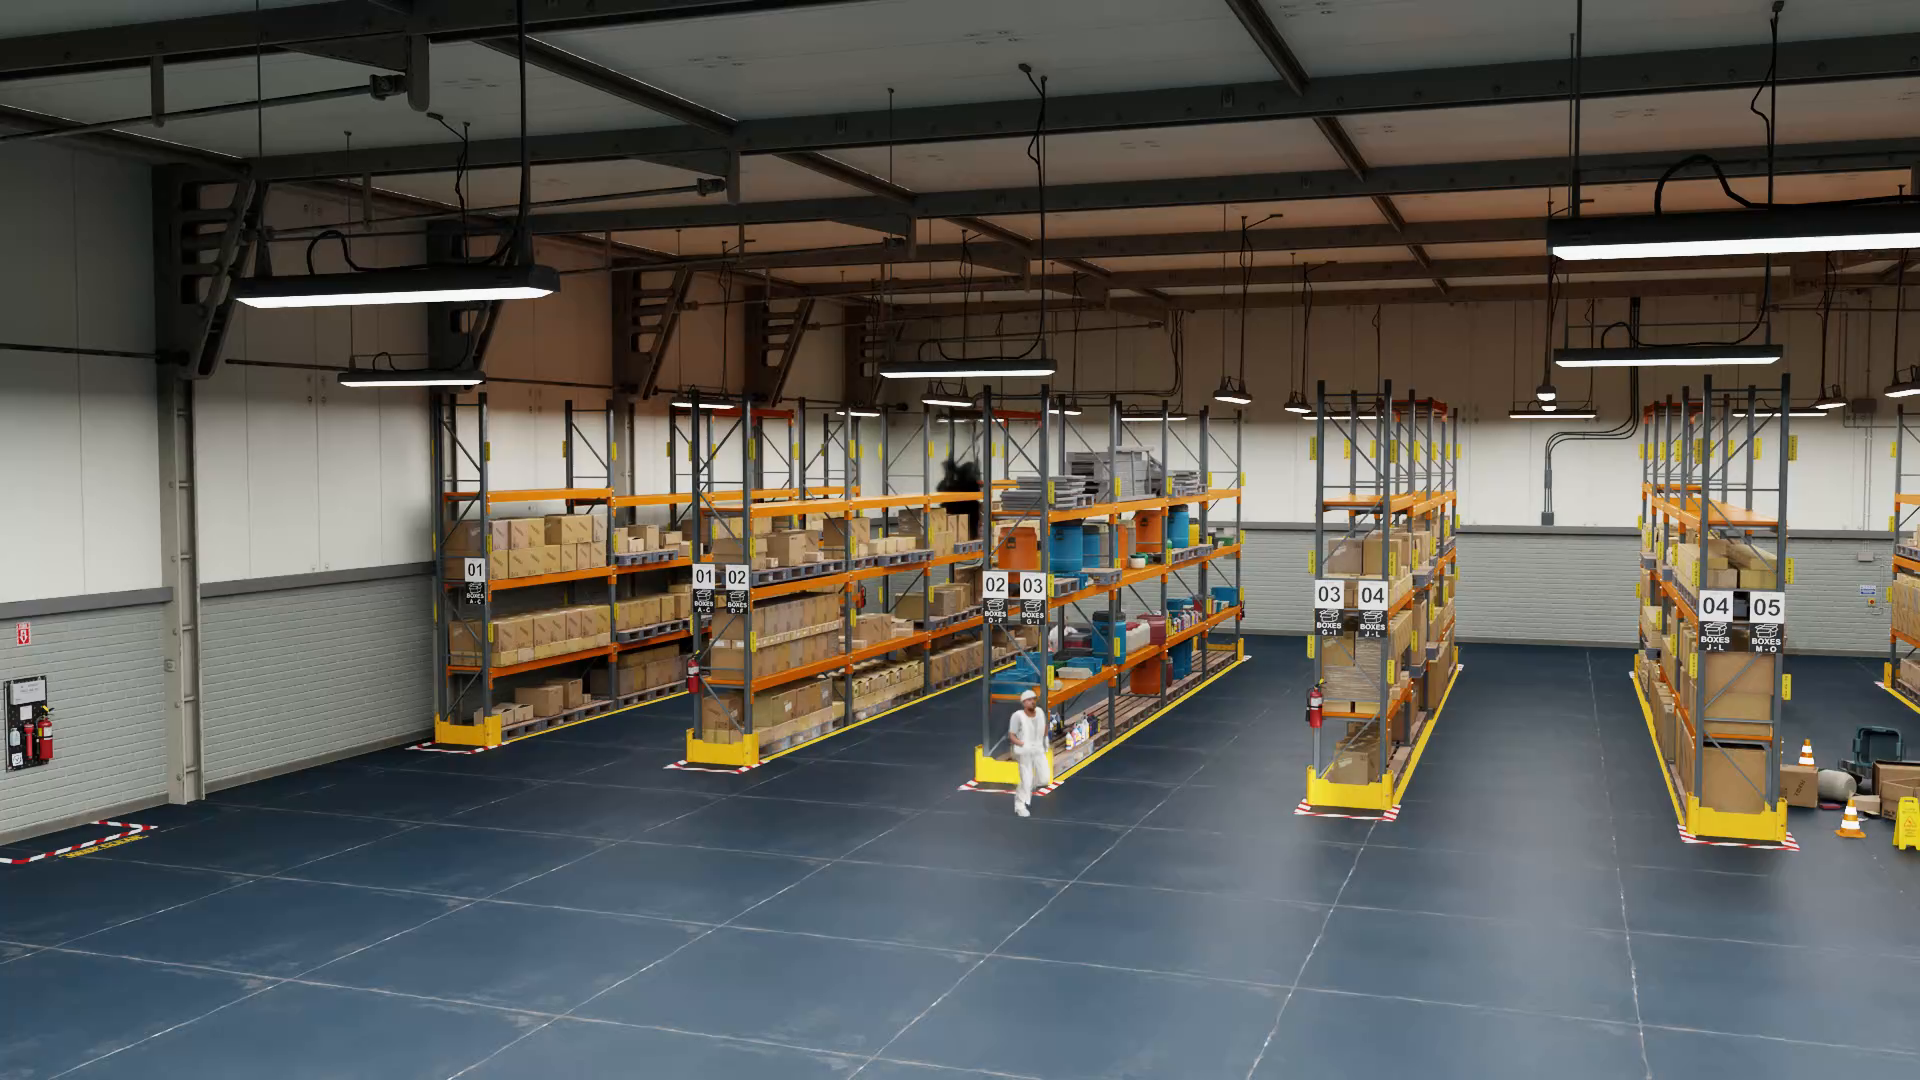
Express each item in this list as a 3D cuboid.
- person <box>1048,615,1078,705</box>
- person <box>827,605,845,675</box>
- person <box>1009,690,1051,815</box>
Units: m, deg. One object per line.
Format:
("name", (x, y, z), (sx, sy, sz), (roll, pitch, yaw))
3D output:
("person", (2.063, 2.357, 33.295), (0.686, 1.779, 0.985), (1, 3, 17))
("person", (-2.614, 2.237, 35.715), (0.564, 1.682, 0.907), (1, 3, 21))
("person", (0.993, 2.922, 22.811), (0.723, 1.737, 0.656), (-2, 4, -31))
